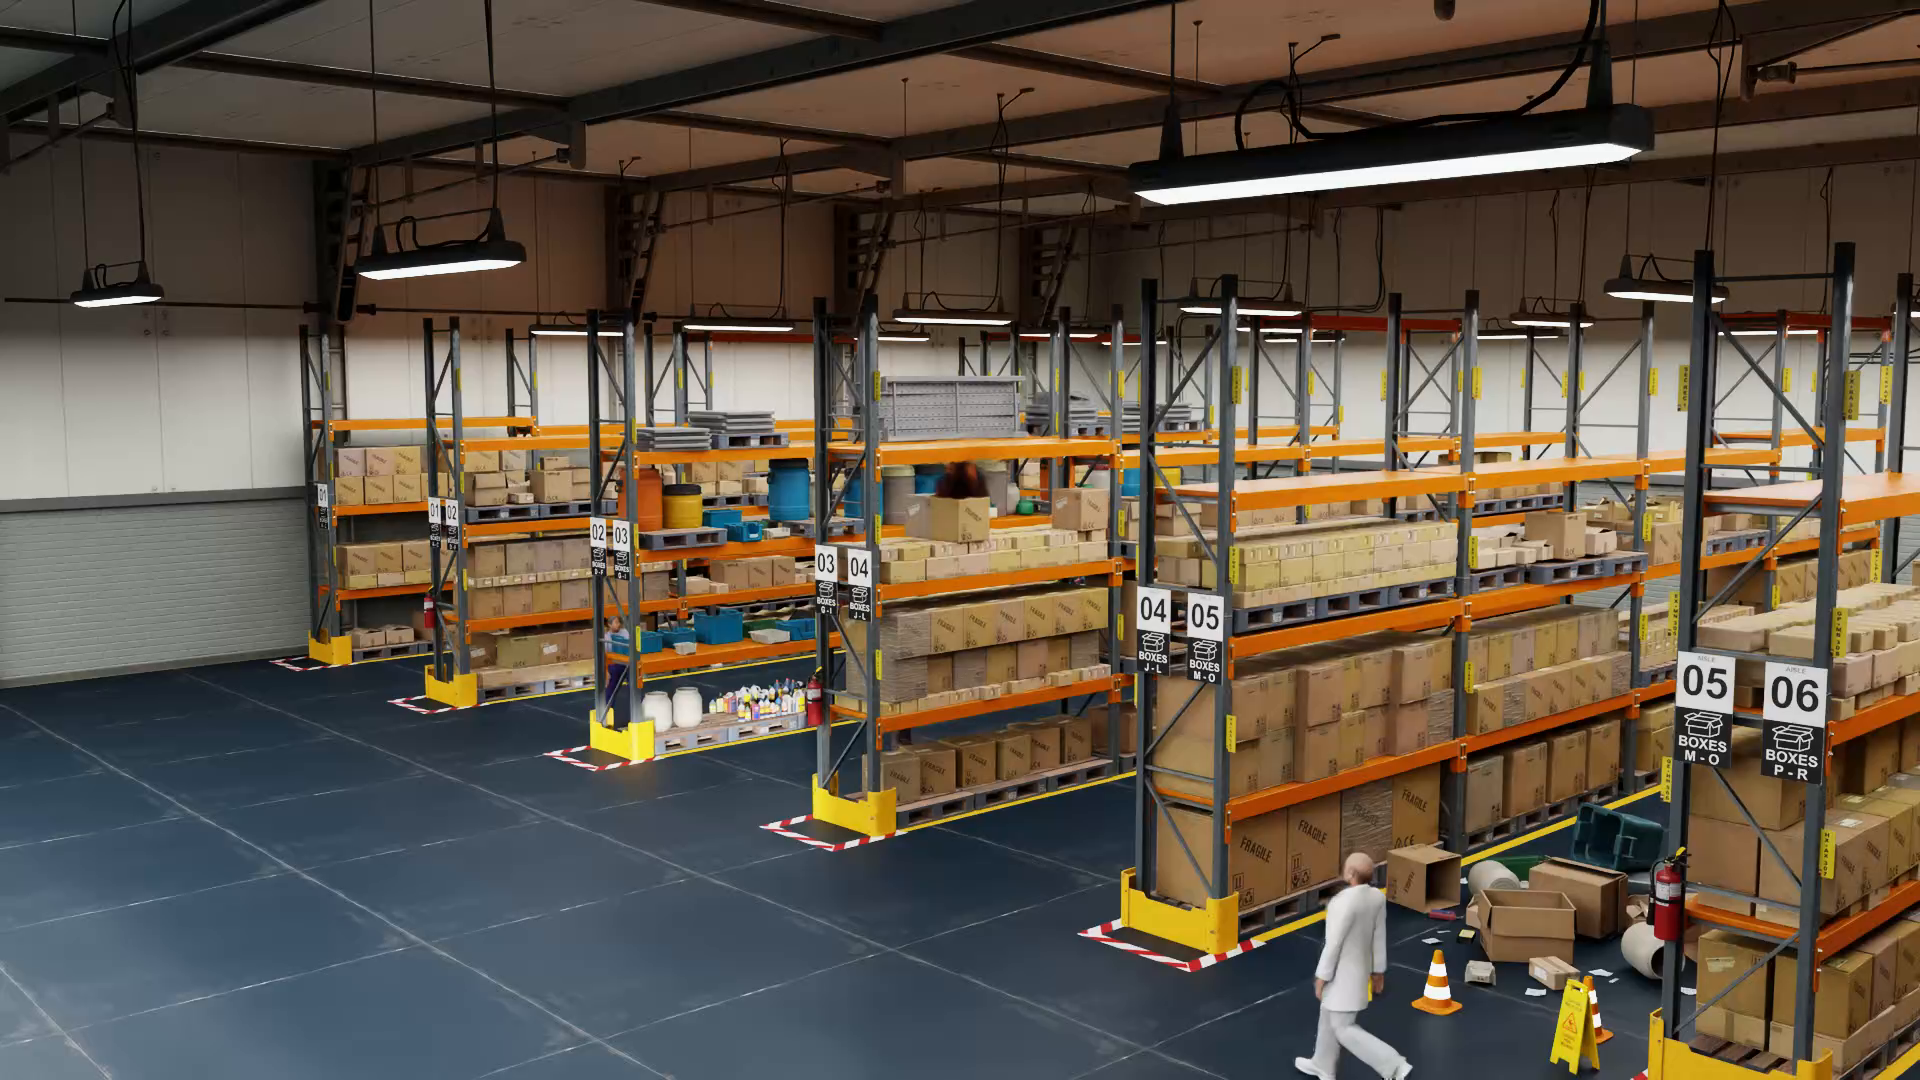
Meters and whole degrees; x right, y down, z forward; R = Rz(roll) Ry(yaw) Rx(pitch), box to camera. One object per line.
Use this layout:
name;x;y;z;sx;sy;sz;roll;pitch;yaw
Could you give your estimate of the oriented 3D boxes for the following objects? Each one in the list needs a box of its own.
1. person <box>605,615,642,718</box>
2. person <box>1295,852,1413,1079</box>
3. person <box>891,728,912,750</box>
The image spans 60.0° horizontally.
person;-4.930;1.924;24.271;0.654;1.650;0.581;-2;6;-16
person;2.809;3.096;11.888;0.952;1.754;0.561;3;7;31
person;-0.758;2.030;22.473;0.428;1.721;0.599;4;7;38
